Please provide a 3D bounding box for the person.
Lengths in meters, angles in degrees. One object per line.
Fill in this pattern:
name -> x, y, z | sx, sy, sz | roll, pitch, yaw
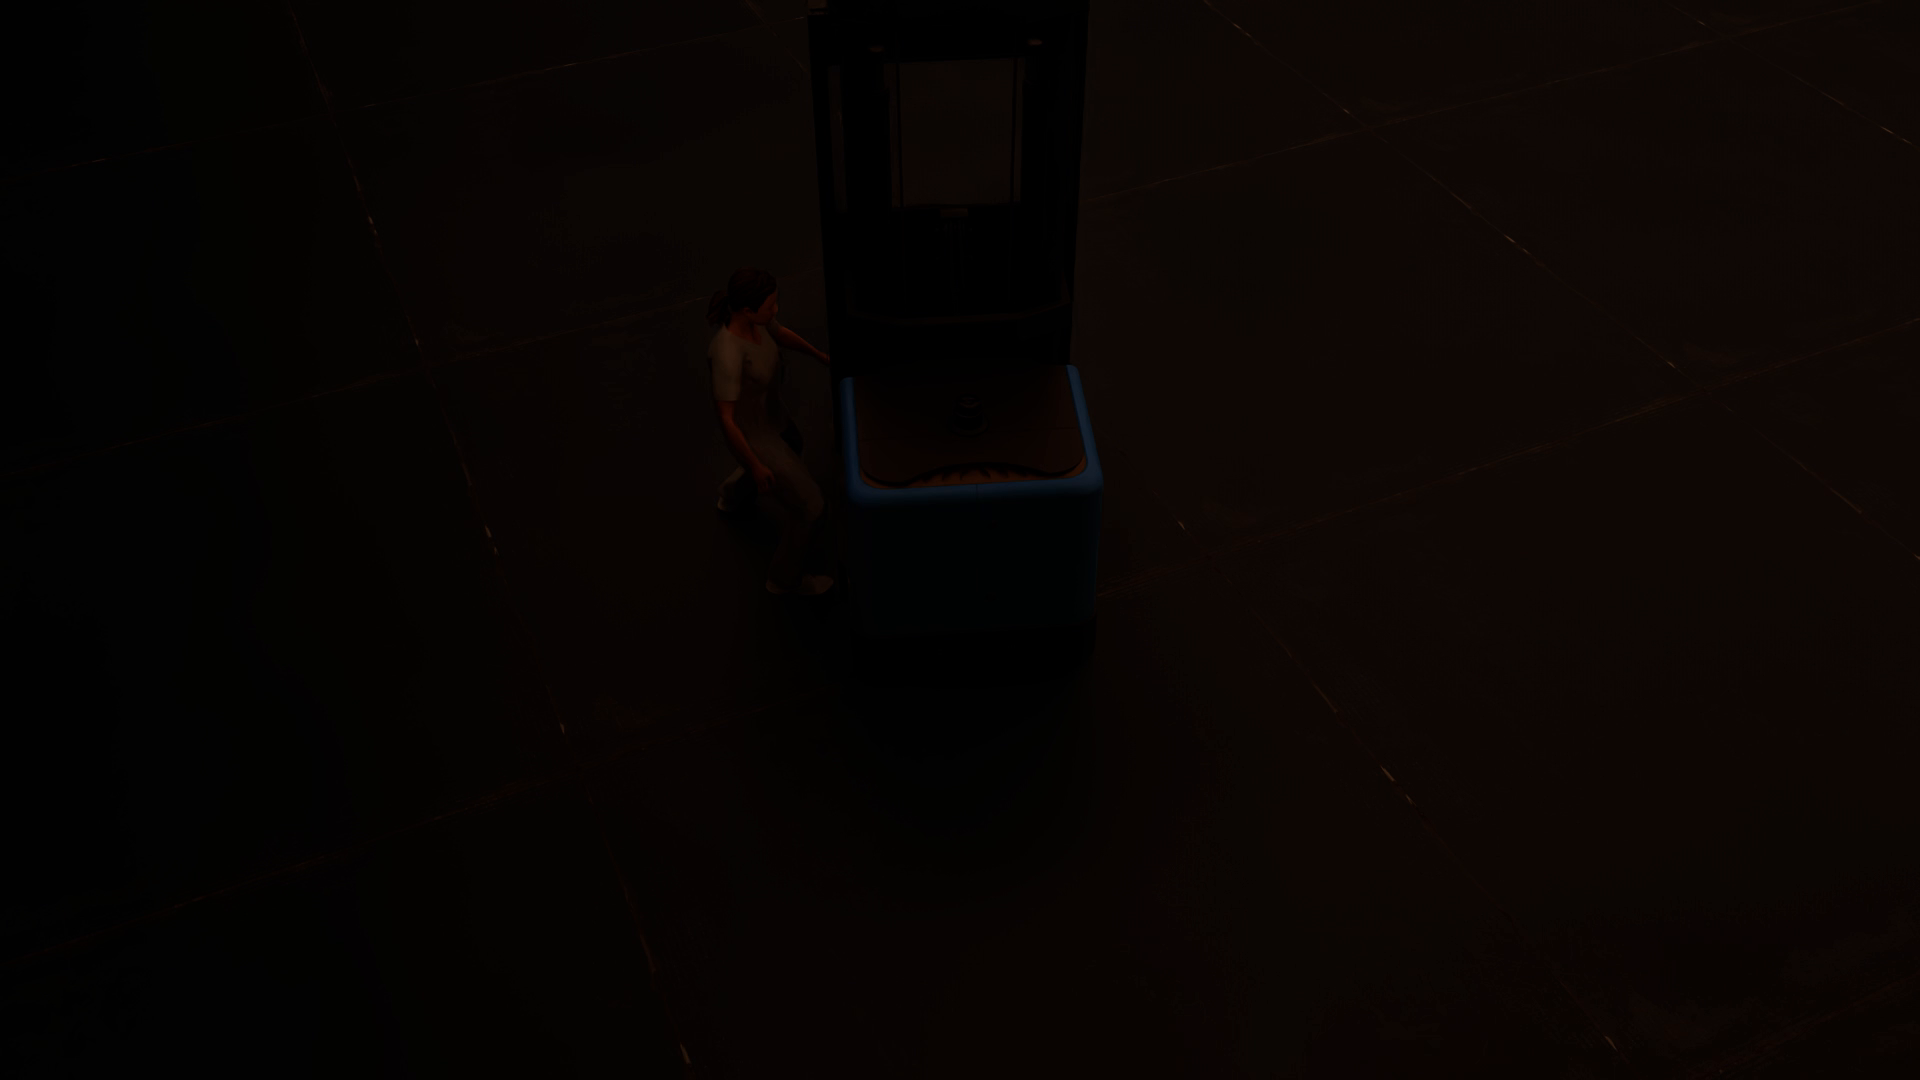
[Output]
person -> -0.850, -0.534, 7.306 | 0.702, 1.552, 0.870 | 8, 44, 8

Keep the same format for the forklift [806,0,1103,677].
forklift -> -0.070, -1.489, 7.276 | 1.130, 2.935, 3.031 | -4, 43, -4
